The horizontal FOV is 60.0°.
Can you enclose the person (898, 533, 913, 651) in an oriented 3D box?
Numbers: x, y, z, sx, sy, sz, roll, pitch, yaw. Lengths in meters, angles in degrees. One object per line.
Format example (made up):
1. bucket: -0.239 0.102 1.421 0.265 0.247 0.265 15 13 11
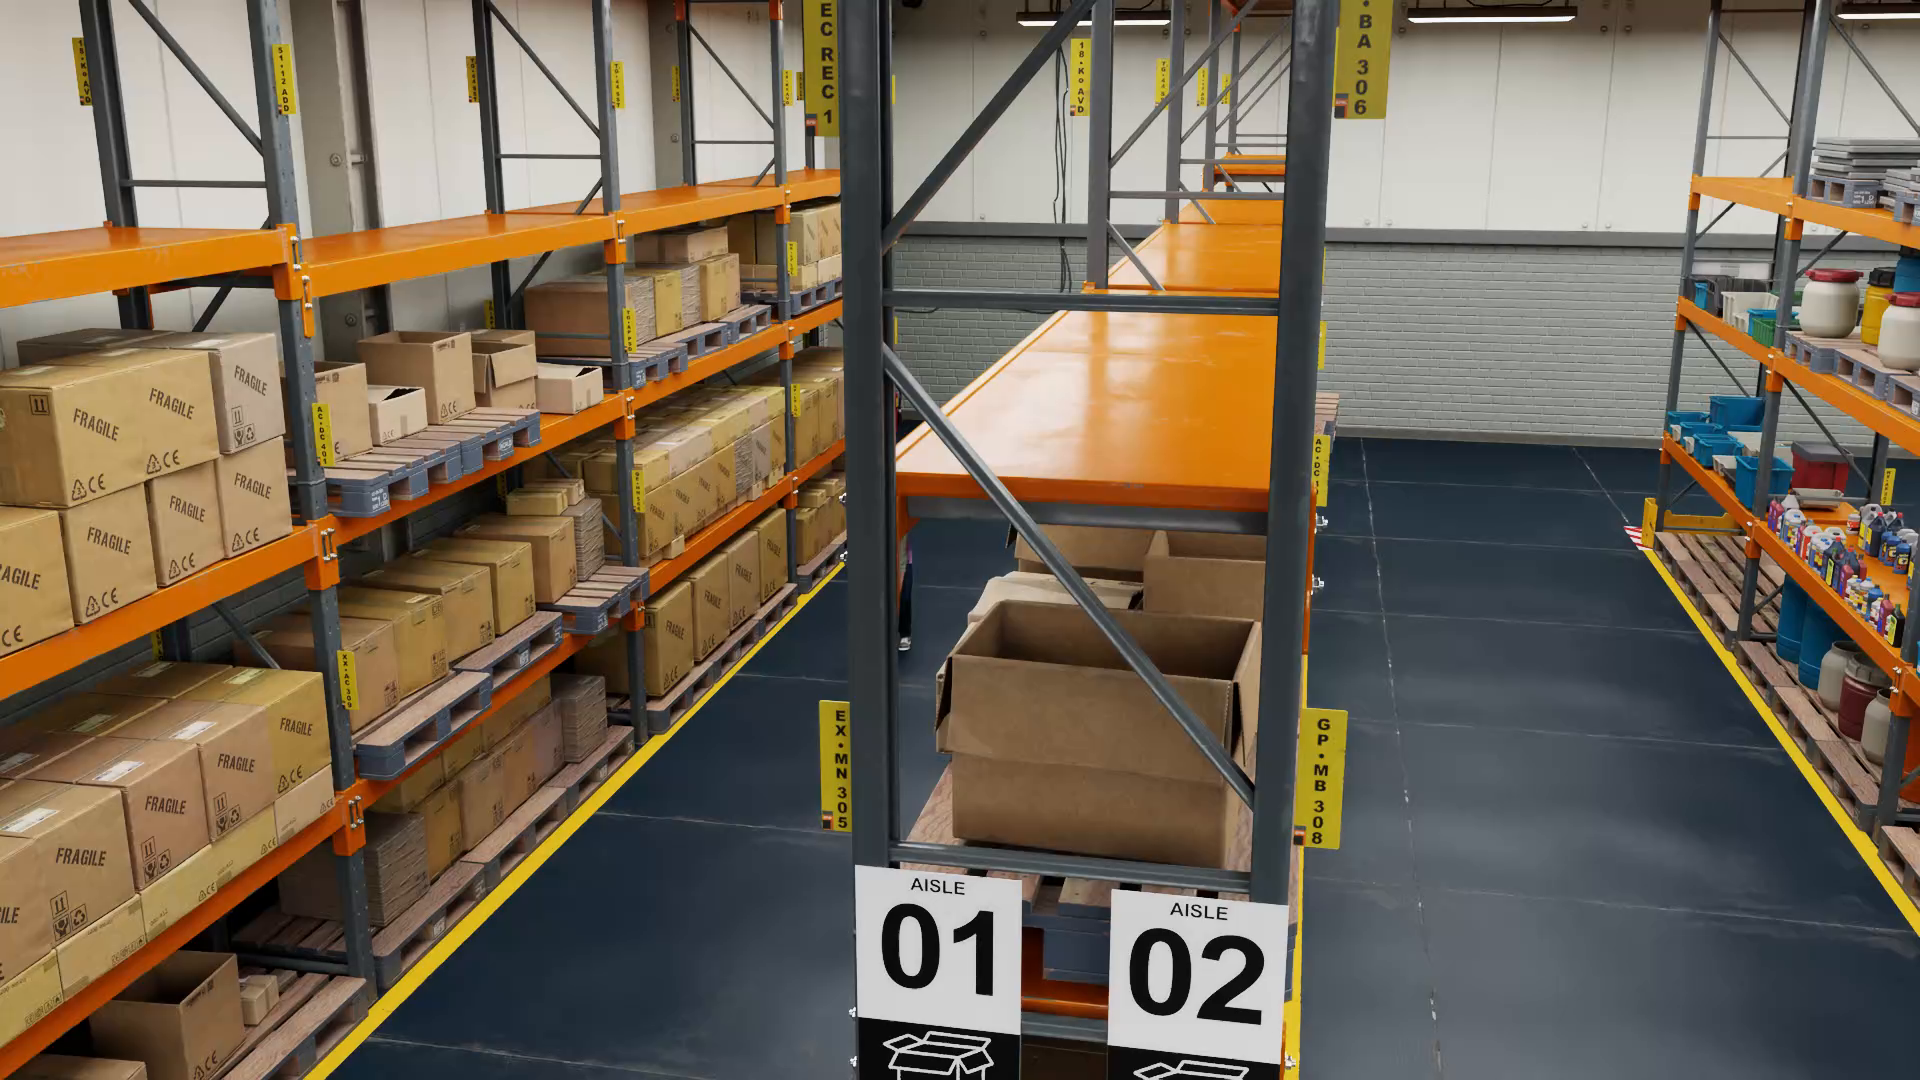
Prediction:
1. person: -0.640 0.317 15.125 0.380 1.459 0.646 3 15 10
